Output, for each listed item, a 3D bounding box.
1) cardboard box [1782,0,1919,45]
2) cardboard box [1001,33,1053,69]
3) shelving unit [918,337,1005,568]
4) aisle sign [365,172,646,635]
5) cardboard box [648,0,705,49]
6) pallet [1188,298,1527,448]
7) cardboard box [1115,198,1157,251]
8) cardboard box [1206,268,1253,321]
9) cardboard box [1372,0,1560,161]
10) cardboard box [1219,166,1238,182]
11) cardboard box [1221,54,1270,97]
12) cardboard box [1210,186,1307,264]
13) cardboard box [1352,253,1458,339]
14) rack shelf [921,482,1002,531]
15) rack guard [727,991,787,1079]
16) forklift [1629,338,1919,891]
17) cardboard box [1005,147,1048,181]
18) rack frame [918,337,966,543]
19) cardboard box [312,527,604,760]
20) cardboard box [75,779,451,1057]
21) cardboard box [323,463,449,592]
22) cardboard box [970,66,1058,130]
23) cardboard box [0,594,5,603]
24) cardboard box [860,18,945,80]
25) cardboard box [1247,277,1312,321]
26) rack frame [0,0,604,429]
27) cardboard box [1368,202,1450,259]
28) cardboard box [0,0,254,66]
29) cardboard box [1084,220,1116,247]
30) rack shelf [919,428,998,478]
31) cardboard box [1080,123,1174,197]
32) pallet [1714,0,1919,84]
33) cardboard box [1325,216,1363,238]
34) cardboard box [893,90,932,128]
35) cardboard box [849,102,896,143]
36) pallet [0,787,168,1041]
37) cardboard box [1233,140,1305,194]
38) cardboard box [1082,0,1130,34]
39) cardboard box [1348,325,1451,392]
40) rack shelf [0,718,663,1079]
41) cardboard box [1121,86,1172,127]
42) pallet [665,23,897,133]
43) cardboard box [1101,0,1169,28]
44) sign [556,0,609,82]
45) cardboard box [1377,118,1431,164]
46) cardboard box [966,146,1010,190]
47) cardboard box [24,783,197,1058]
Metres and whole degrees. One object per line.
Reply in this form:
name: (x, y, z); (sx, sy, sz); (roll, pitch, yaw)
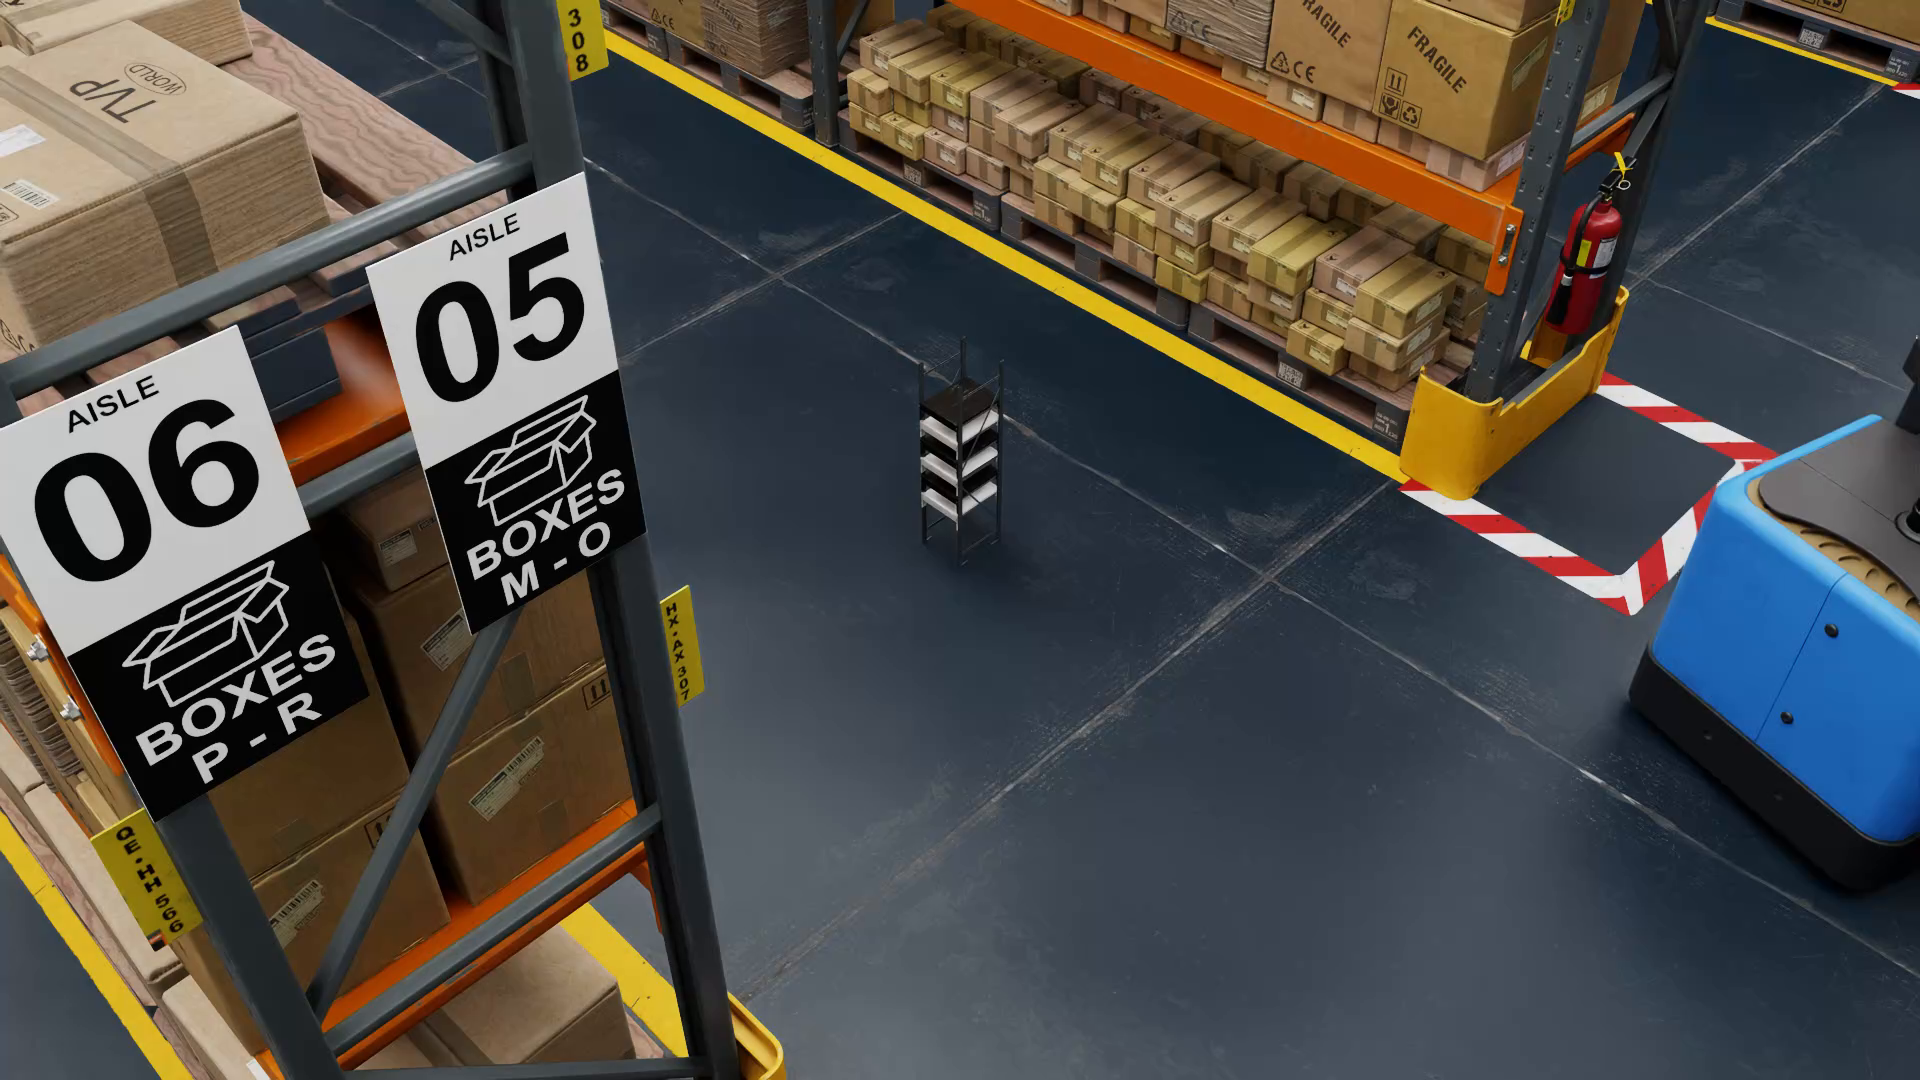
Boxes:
cardboard box: (5.504, -3.544, 9.632); (0.875, 0.875, 0.875); (-34, 53, -31)
cardboard box: (0.430, -2.554, 8.657); (0.250, 0.149, 0.380); (34, 52, 31)
shelving unit: (0.006, -0.327, 6.440); (0.258, 0.900, 0.210); (-34, 53, -31)
aisle sign: (-0.748, -0.211, 2.852); (0.394, 0.787, 0.004); (-34, 53, -31)
cardboard box: (-1.458, -3.212, 9.549); (0.500, 0.500, 0.500); (33, 52, 30)
pallet: (1.827, -0.992, 7.668); (1.003, 0.211, 1.213); (-34, 53, -31)
cardboard box: (0.944, -1.529, 7.767); (0.380, 0.149, 0.250); (-31, 51, -29)
cardboard box: (1.348, -1.188, 7.617); (0.380, 0.149, 0.250); (-34, 52, -31)
cardboard box: (1.930, -1.811, 6.207); (0.500, 0.500, 0.500); (-33, 52, -31)
cardboard box: (1.272, -1.765, 8.022); (0.380, 0.149, 0.250); (-31, 51, -29)
cardboard box: (1.300, -2.004, 6.894); (0.250, 0.149, 0.380); (32, 51, 30)
cardboard box: (1.329, -1.398, 7.405); (0.250, 0.149, 0.380); (32, 52, 30)
cardboard box: (1.876, -1.031, 7.009); (0.380, 0.149, 0.250); (-33, 52, -31)
rack shelf: (0.006, -0.170, 6.585); (0.258, 0.077, 0.200); (-34, 53, -31)
rack guard: (-0.987, 1.778, 4.458); (1.175, 0.500, 0.348); (-34, 53, -31)
forklift: (3.962, -0.673, 5.319); (3.031, 2.935, 1.130); (-21, 47, -21)
cardboard box: (0.440, -1.931, 8.201); (0.380, 0.149, 0.250); (-32, 51, -30)
rack frame: (-0.066, -0.375, 6.493); (0.240, 0.900, 0.006); (-34, 53, -31)
cardboard box: (-1.141, 0.077, 3.646); (0.500, 0.500, 0.500); (33, 52, 31)
cardboard box: (-1.532, 0.707, 3.701); (0.500, 0.500, 0.500); (-34, 52, -31)
cardboard box: (-1.059, -0.097, 3.356); (0.380, 0.149, 0.250); (-33, 52, -30)
cardboard box: (0.268, -2.182, 8.254); (0.250, 0.149, 0.380); (33, 52, 30)
cardboard box: (-1.837, -0.064, 3.321); (0.250, 0.149, 0.380); (34, 52, 31)
cardboard box: (-0.299, -2.555, 8.658); (0.380, 0.149, 0.250); (-32, 51, -30)
cardboard box: (1.486, -1.155, 7.361); (0.250, 0.149, 0.380); (32, 52, 30)
rack frame: (-1.004, -1.355, 1.586); (1.000, 3.000, 0.127); (-34, 53, -31)
cardboard box: (2.020, -1.388, 7.394); (0.380, 0.149, 0.250); (-33, 52, -31)
cardboard box: (-1.610, -0.985, 3.198); (0.380, 0.149, 0.250); (-32, 52, -30)
cardboard box: (0.819, -1.579, 8.040); (0.380, 0.149, 0.250); (-33, 52, -30)
rack shelf: (0.006, -0.368, 6.402); (0.258, 0.077, 0.200); (-34, 53, -31)
cardboard box: (0.787, -1.792, 7.832); (0.380, 0.149, 0.250); (-34, 52, -31)
pallet: (5.392, -3.224, 10.083); (1.003, 0.211, 1.213); (-34, 53, -31)
cardboard box: (1.852, -1.398, 7.624); (0.380, 0.149, 0.250); (-33, 52, -31)
cardboard box: (-0.124, -2.305, 8.606); (0.380, 0.149, 0.250); (-34, 52, -31)
cardboard box: (-0.366, -2.273, 8.791); (0.250, 0.149, 0.380); (32, 51, 30)
pallet: (-2.481, 0.940, 5.578); (1.003, 0.211, 1.213); (-34, 53, -31)
cardboard box: (1.510, -1.787, 7.827); (0.380, 0.149, 0.250); (-32, 51, -30)
cardboard box: (0.760, -2.393, 7.315); (0.380, 0.149, 0.250); (-32, 52, -30)
cardboard box: (1.910, -0.833, 7.232); (0.380, 0.149, 0.250); (-33, 52, -31)
rack shelf: (-2.416, 0.152, 4.906); (1.077, 0.370, 4.000); (-34, 53, -31)
cardboard box: (1.013, -2.183, 8.255); (0.250, 0.149, 0.380); (32, 52, 30)
pallet: (-0.946, -2.844, 9.672); (1.003, 0.211, 1.213); (-34, 53, -31)
cardboard box: (0.860, -2.545, 7.001); (0.500, 0.500, 0.500); (-31, 51, -29)
sign: (-0.607, -0.867, 2.565); (0.100, 0.325, 0.005); (-34, 53, -31)
cardboard box: (1.850, -1.639, 6.499); (0.250, 0.149, 0.380); (34, 53, 31)
cardboard box: (0.249, -1.952, 8.444); (0.250, 0.149, 0.380); (33, 52, 31)
cardboard box: (-2.193, 0.930, 5.112); (0.875, 0.438, 0.875); (-33, 52, -30)
